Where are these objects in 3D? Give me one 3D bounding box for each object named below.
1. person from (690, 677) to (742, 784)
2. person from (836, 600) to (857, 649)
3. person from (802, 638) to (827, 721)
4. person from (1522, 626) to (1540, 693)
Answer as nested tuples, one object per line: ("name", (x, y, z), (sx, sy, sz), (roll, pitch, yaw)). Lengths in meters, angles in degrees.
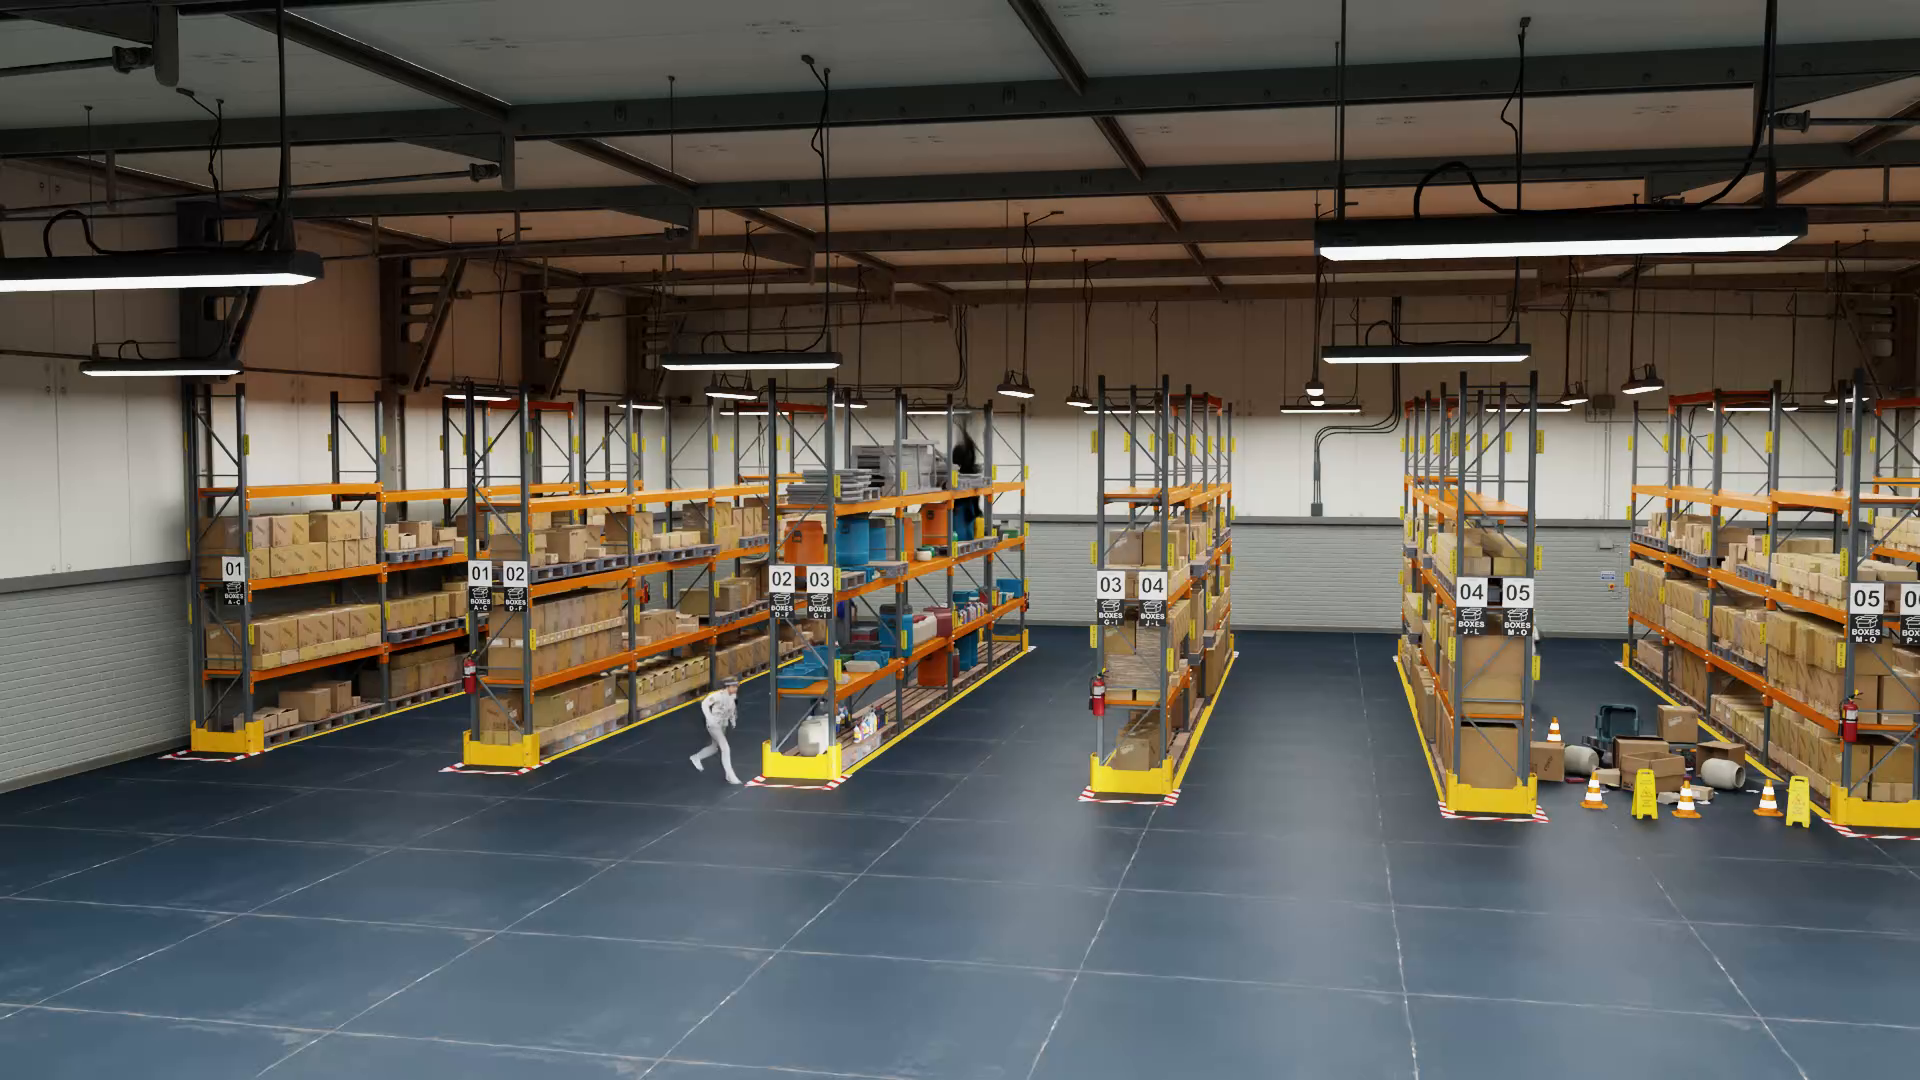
("person", (-3.665, 2.817, 24.742), (0.964, 1.618, 0.646), (2, 4, 37))
("person", (-2.600, 1.872, 36.800), (0.562, 1.581, 0.672), (1, 3, 13))
("person", (-2.602, 2.528, 30.271), (0.549, 1.548, 0.822), (1, 3, 15))
("person", (11.222, 2.275, 33.017), (0.579, 1.702, 0.910), (0, 3, 8))
